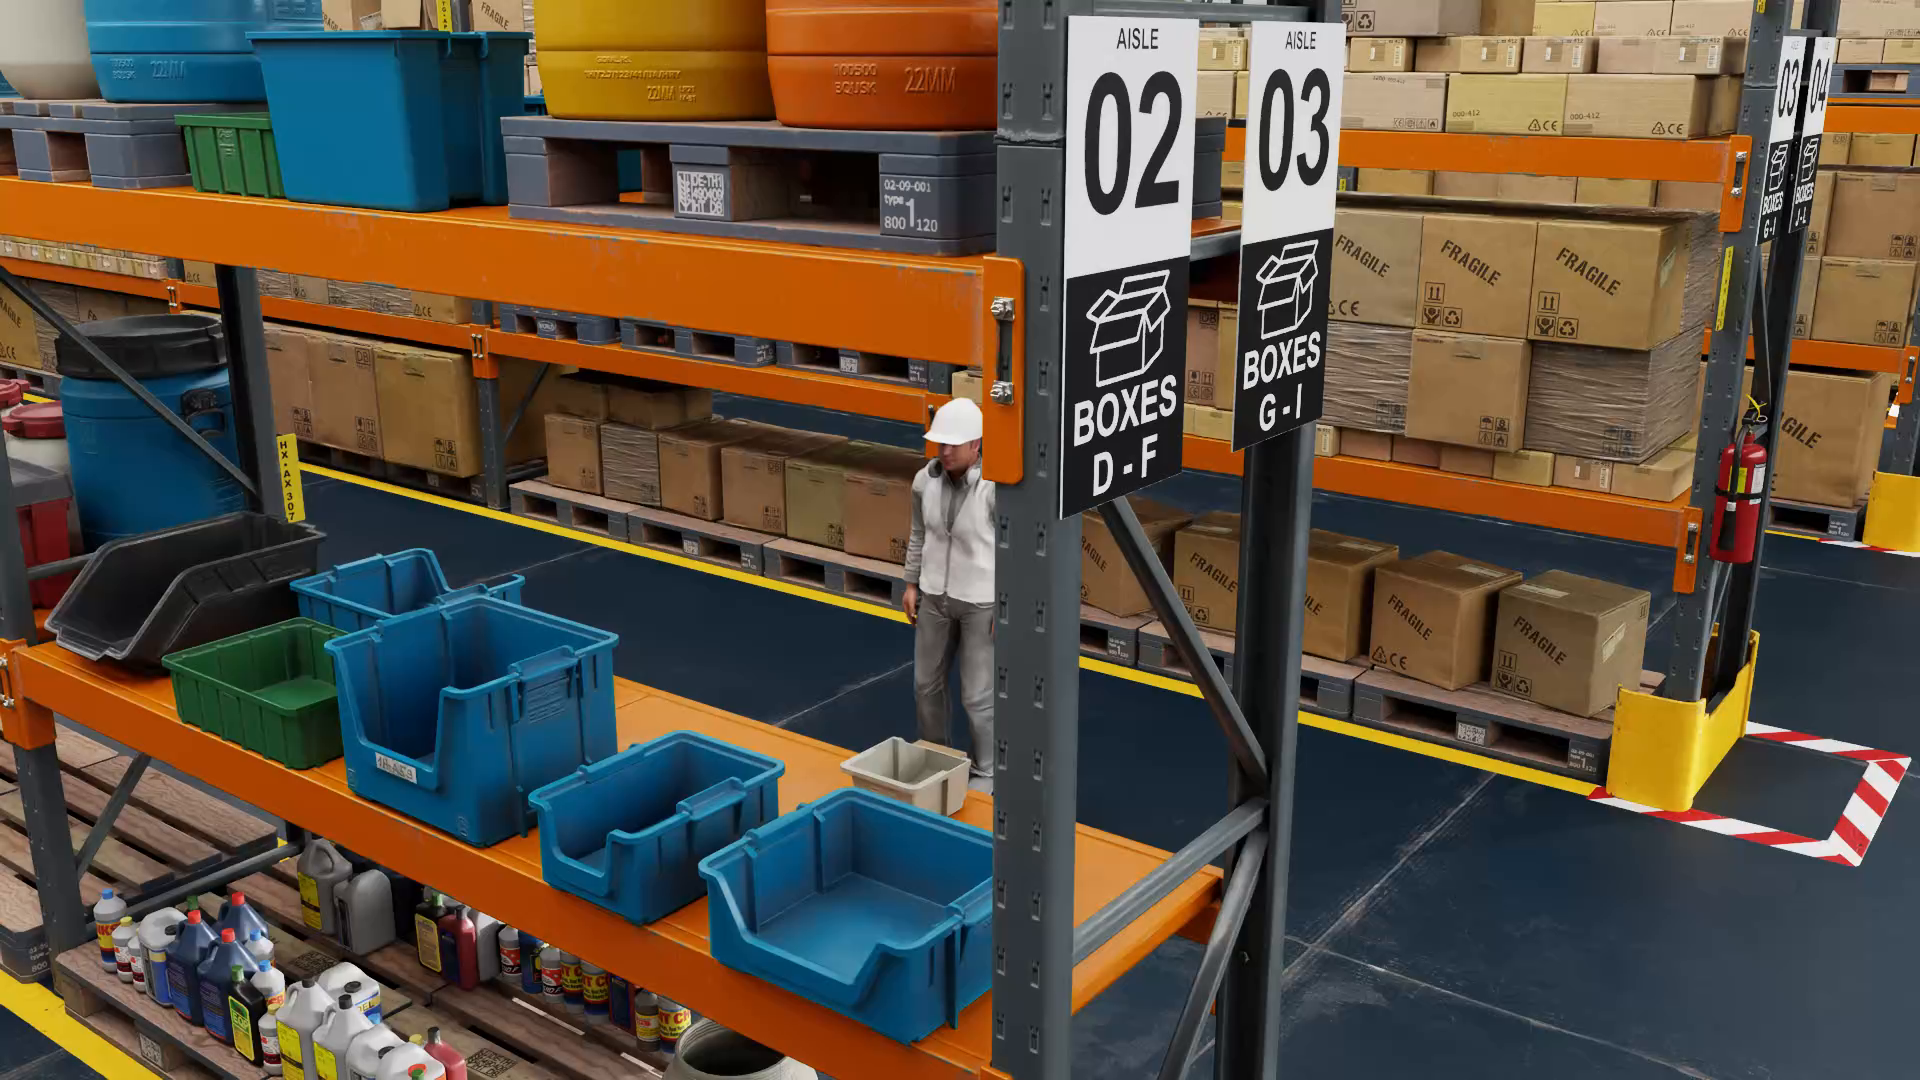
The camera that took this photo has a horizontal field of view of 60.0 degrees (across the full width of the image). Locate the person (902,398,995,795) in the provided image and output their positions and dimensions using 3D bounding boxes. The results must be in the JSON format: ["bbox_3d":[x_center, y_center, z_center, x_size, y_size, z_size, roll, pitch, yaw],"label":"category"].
[{"bbox_3d":[0.009,0.251,7.141,0.582,1.769,0.465,11,19,32],"label":"person"}]
